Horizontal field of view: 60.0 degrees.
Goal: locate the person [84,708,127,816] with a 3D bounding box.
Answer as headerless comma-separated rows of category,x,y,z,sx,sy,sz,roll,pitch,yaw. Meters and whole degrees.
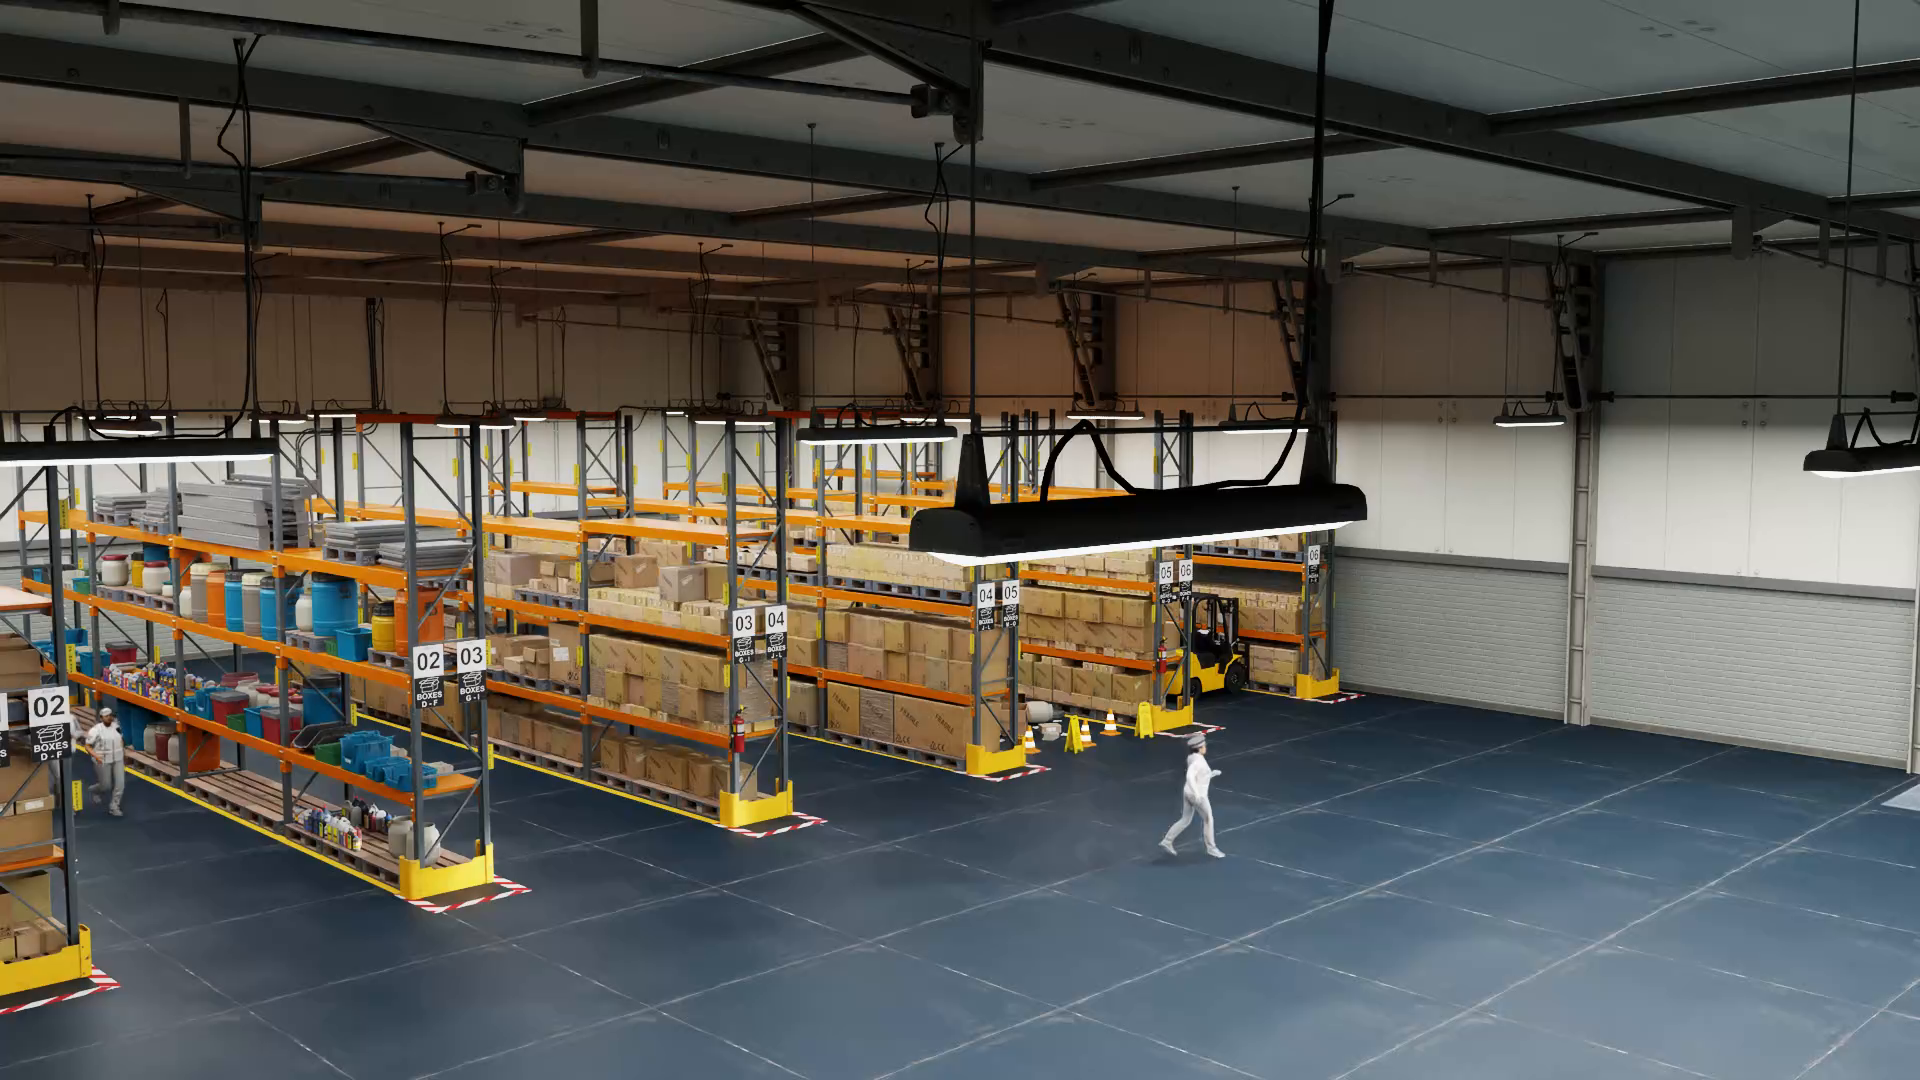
person,-12.907,3.352,25.177,0.645,1.625,0.612,4,6,36

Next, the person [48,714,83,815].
person,-13.622,3.230,25.196,0.872,1.774,0.658,3,6,33

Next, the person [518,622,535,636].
person,-10.621,1.959,40.824,0.499,1.674,0.727,1,5,13

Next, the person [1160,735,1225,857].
person,3.187,3.496,22.633,0.909,1.699,0.581,-1,5,-16
